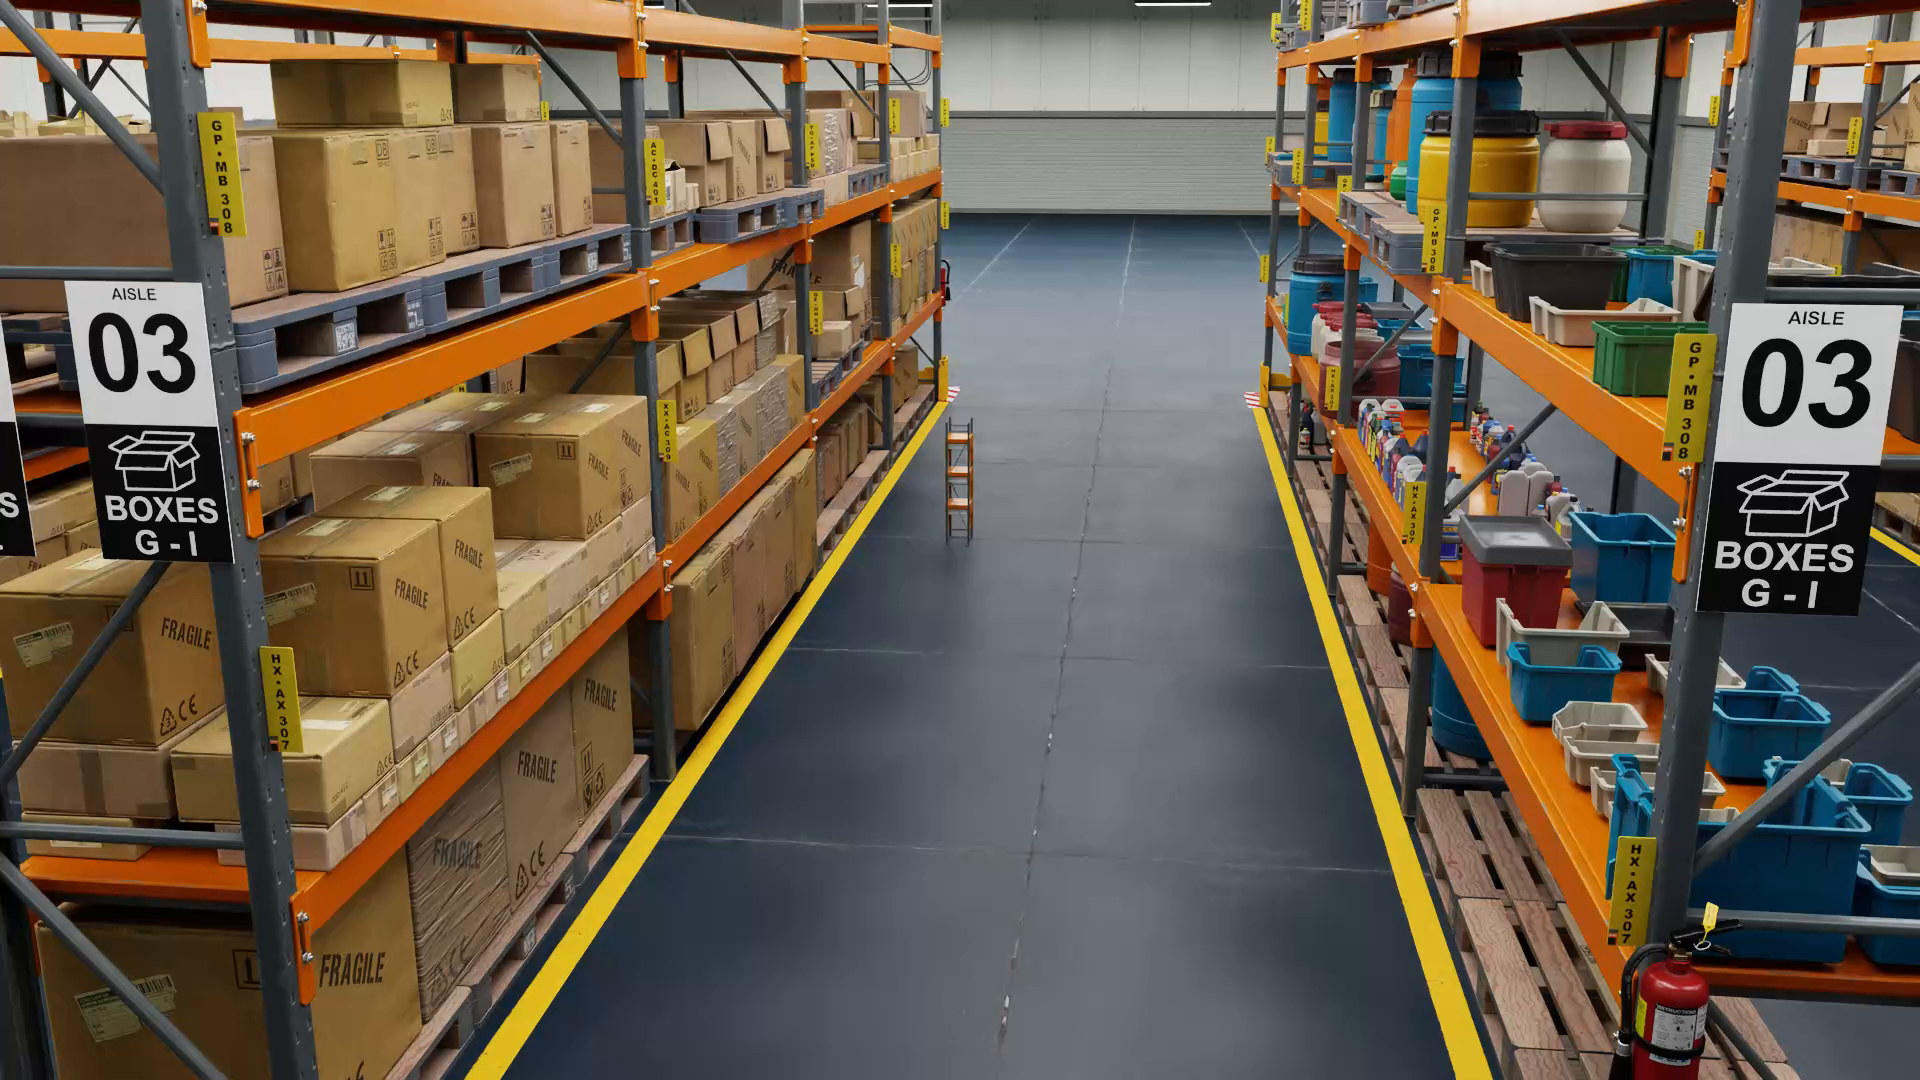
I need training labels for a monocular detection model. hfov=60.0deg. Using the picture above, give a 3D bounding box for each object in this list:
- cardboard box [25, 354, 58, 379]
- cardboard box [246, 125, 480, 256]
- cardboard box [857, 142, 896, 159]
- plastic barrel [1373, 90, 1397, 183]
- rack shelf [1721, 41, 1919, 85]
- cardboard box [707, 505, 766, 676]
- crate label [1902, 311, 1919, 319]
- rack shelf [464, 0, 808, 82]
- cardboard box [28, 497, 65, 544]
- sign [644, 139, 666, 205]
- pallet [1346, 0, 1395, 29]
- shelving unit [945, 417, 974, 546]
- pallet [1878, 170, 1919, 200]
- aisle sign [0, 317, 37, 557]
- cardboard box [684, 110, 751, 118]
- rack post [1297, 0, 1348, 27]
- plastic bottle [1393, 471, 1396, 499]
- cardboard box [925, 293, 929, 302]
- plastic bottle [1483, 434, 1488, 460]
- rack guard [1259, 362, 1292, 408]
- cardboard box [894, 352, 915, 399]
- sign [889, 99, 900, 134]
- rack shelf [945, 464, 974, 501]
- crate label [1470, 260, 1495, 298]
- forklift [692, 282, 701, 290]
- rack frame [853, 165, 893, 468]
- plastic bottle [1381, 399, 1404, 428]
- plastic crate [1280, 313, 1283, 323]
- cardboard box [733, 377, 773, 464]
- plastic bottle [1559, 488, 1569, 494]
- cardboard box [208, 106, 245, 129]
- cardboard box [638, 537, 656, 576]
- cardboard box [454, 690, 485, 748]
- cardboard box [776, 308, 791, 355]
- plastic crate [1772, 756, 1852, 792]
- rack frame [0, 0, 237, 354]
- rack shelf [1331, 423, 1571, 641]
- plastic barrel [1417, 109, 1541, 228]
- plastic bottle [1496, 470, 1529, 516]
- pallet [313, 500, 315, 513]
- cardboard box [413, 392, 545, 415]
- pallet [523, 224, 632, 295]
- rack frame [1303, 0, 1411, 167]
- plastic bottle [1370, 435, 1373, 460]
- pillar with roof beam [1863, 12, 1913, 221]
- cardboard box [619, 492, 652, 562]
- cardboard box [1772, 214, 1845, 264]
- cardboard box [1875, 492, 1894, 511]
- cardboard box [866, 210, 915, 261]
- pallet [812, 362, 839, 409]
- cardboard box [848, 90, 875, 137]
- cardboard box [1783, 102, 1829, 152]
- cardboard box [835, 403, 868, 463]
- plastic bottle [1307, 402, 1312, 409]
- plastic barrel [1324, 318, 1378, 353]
[{"bbox_3d":[-6.330,-1.165,11.261,0.380,0.149,0.250,2,15,8],"label":"cardboard box"},{"bbox_3d":[-2.380,-1.402,6.666,0.700,0.500,0.500,2,15,9],"label":"cardboard box"},{"bbox_3d":[-0.840,-3.848,16.424,0.380,0.149,0.250,1,15,5],"label":"cardboard box"},{"bbox_3d":[3.749,-3.272,13.808,0.600,0.901,0.708,2,15,6],"label":"plastic barrel"},{"bbox_3d":[8.885,-4.787,16.769,1.077,0.370,4.000,2,15,6],"label":"rack shelf"},{"bbox_3d":[-1.934,0.294,10.593,1.225,0.875,0.875,1,15,4],"label":"cardboard box"},{"bbox_3d":[2.809,-0.553,4.998,0.408,0.251,0.502,2,15,6],"label":"crate label"},{"bbox_3d":[-1.860,-3.005,10.178,1.077,0.370,4.000,2,15,6],"label":"rack shelf"},{"bbox_3d":[-6.537,-0.115,11.387,0.500,0.250,0.500,2,15,8],"label":"cardboard box"},{"bbox_3d":[-1.534,-1.850,8.368,0.100,0.325,0.005,2,15,6],"label":"sign"},{"bbox_3d":[3.175,-3.447,10.799,1.213,0.211,1.003,2,15,6],"label":"pallet"},{"bbox_3d":[-0.006,-0.493,13.974,0.215,1.050,0.252,2,15,6],"label":"shelving unit"},{"bbox_3d":[8.573,-3.039,14.274,0.805,0.209,1.217,1,15,4],"label":"pallet"},{"bbox_3d":[-2.843,-0.338,4.684,0.394,0.787,0.004,2,15,6],"label":"aisle sign"},{"bbox_3d":[-1.829,-3.036,12.749,0.500,0.500,0.500,2,15,8],"label":"cardboard box"},{"bbox_3d":[4.002,-5.453,17.232,0.937,0.300,0.954,1,15,5],"label":"rack post"},{"bbox_3d":[2.684,-0.352,10.096,0.097,0.201,0.097,0,15,0],"label":"plastic bottle"},{"bbox_3d":[-0.565,-2.910,19.659,0.380,0.149,0.250,2,15,6],"label":"cardboard box"},{"bbox_3d":[3.575,-0.643,11.175,0.097,0.201,0.097,0,15,0],"label":"plastic bottle"},{"bbox_3d":[4.228,-1.869,20.116,1.175,0.500,0.348,2,15,6],"label":"rack guard"},{"bbox_3d":[-0.852,-1.921,19.504,0.500,0.500,0.500,6,16,21],"label":"cardboard box"},{"bbox_3d":[-0.631,-4.077,16.003,0.100,0.325,0.005,2,15,6],"label":"sign"},{"bbox_3d":[-0.006,-0.483,13.976,0.215,0.259,0.240,2,15,6],"label":"rack shelf"},{"bbox_3d":[2.493,-1.187,7.562,0.293,0.136,0.466,2,15,6],"label":"crate label"},{"bbox_3d":[-3.271,-1.973,15.844,3.031,2.935,1.130,-9,18,-31],"label":"forklift"},{"bbox_3d":[-1.183,-2.205,16.570,1.000,3.000,0.127,2,15,6],"label":"rack frame"},{"bbox_3d":[3.068,-0.855,11.814,0.152,0.276,0.135,2,15,6],"label":"plastic bottle"},{"bbox_3d":[3.670,-2.360,17.650,0.530,0.136,0.437,2,15,6],"label":"plastic crate"},{"bbox_3d":[-1.562,-0.817,11.244,0.500,0.500,0.500,1,15,4],"label":"cardboard box"},{"bbox_3d":[3.348,-0.155,9.236,0.097,0.271,0.097,0,15,0],"label":"plastic bottle"},{"bbox_3d":[-6.634,-3.546,14.596,0.500,0.500,0.500,2,15,6],"label":"cardboard box"},{"bbox_3d":[-1.795,0.080,8.602,0.380,0.149,0.250,2,15,7],"label":"cardboard box"},{"bbox_3d":[-2.055,0.680,6.383,0.380,0.149,0.250,1,15,5],"label":"cardboard box"},{"bbox_3d":[-1.613,-1.560,13.188,0.500,0.500,0.500,0,15,-1],"label":"cardboard box"},{"bbox_3d":[2.934,0.840,5.698,0.250,0.136,0.298,2,15,6],"label":"plastic crate"},{"bbox_3d":[-2.537,-1.989,4.277,1.000,3.000,0.127,2,15,6],"label":"rack frame"},{"bbox_3d":[3.061,-0.156,10.370,1.077,0.370,4.000,2,15,6],"label":"rack shelf"},{"bbox_3d":[2.737,-1.969,8.784,0.600,0.588,0.600,0,15,0],"label":"plastic barrel"},{"bbox_3d":[3.220,-0.278,9.681,0.152,0.276,0.135,2,15,6],"label":"plastic bottle"},{"bbox_3d":[-6.247,-0.512,15.650,1.003,0.211,1.213,2,15,6],"label":"pallet"},{"bbox_3d":[-2.394,-0.447,8.348,0.500,0.500,0.500,2,15,6],"label":"cardboard box"},{"bbox_3d":[-2.189,-1.323,7.733,1.003,0.211,1.213,2,15,6],"label":"pallet"},{"bbox_3d":[3.738,-4.955,15.248,1.000,3.000,0.127,2,15,6],"label":"rack frame"},{"bbox_3d":[2.809,-0.639,11.160,0.097,0.201,0.097,0,15,0],"label":"plastic bottle"},{"bbox_3d":[11.890,-8.733,29.218,9.100,9.000,0.400,2,15,6],"label":"pillar with roof beam"},{"bbox_3d":[-1.875,-0.079,8.425,0.500,0.250,0.500,1,15,5],"label":"cardboard box"},{"bbox_3d":[8.873,-3.093,17.176,0.700,0.500,0.500,2,15,6],"label":"cardboard box"},{"bbox_3d":[8.253,-0.423,14.444,0.500,0.250,0.500,1,15,5],"label":"cardboard box"},{"bbox_3d":[-0.768,-3.248,17.751,0.500,0.500,0.500,2,15,6],"label":"cardboard box"},{"bbox_3d":[-1.660,-1.263,13.454,1.213,0.211,1.003,2,15,6],"label":"pallet"},{"bbox_3d":[-1.168,-4.747,18.504,0.500,0.500,0.500,2,15,6],"label":"cardboard box"},{"bbox_3d":[8.652,-4.294,17.283,0.500,0.500,0.500,2,15,6],"label":"cardboard box"},{"bbox_3d":[-1.274,-1.052,16.252,0.700,0.500,0.500,1,15,2],"label":"cardboard box"},{"bbox_3d":[3.711,-1.308,17.615,0.061,0.283,0.133,2,15,6],"label":"plastic bottle"},{"bbox_3d":[3.281,-1.581,14.000,0.433,0.535,0.433,0,15,0],"label":"plastic barrel"}]
